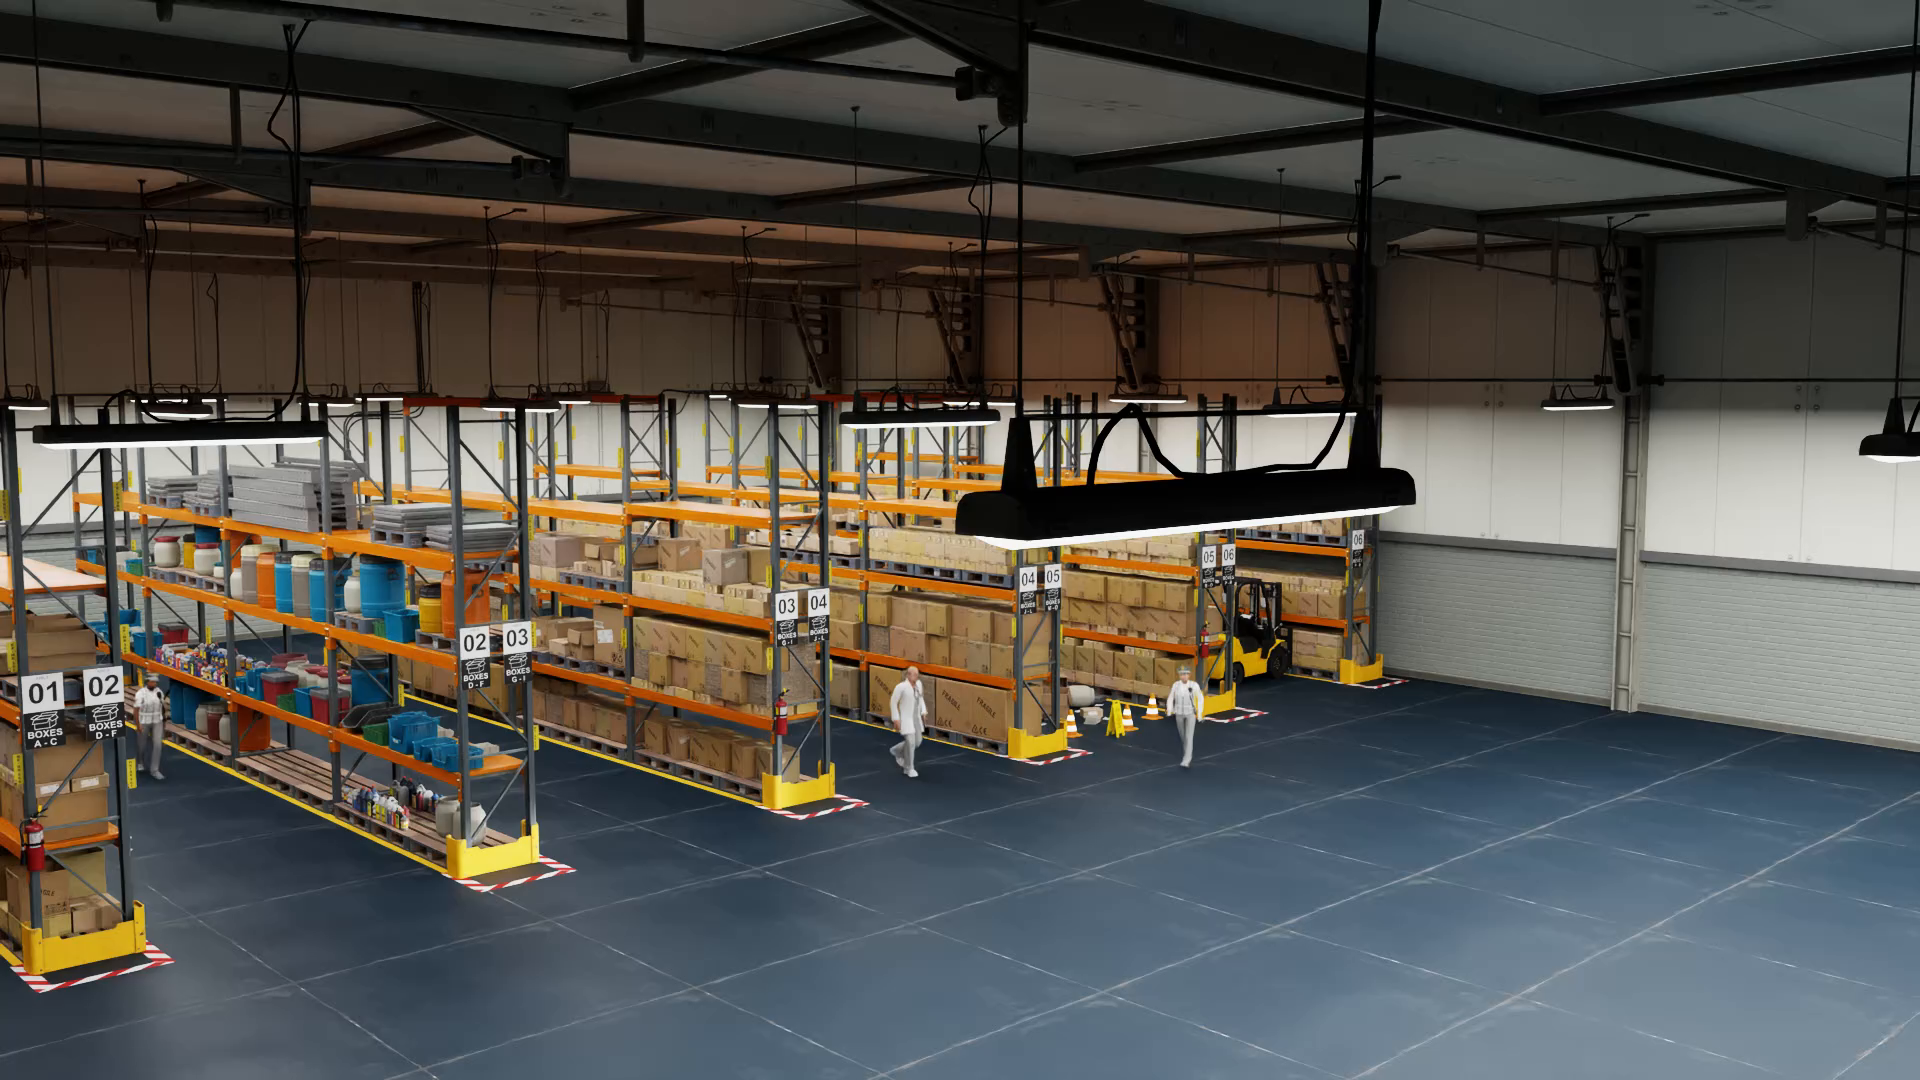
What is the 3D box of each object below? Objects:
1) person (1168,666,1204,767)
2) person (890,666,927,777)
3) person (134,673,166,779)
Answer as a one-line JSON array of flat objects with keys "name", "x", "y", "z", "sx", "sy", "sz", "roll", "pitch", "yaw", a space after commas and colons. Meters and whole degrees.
[{"name": "person", "x": 3.679, "y": 2.882, "z": 27.280, "sx": 0.539, "sy": 1.678, "sz": 1.001, "roll": 3, "pitch": 6, "yaw": 29}, {"name": "person", "x": -0.883, "y": 2.882, "z": 26.741, "sx": 0.752, "sy": 1.763, "sz": 0.667, "roll": 5, "pitch": 7, "yaw": 41}, {"name": "person", "x": -12.957, "y": 2.950, "z": 26.633, "sx": 0.786, "sy": 1.671, "sz": 0.538, "roll": 5, "pitch": 7, "yaw": 42}]
